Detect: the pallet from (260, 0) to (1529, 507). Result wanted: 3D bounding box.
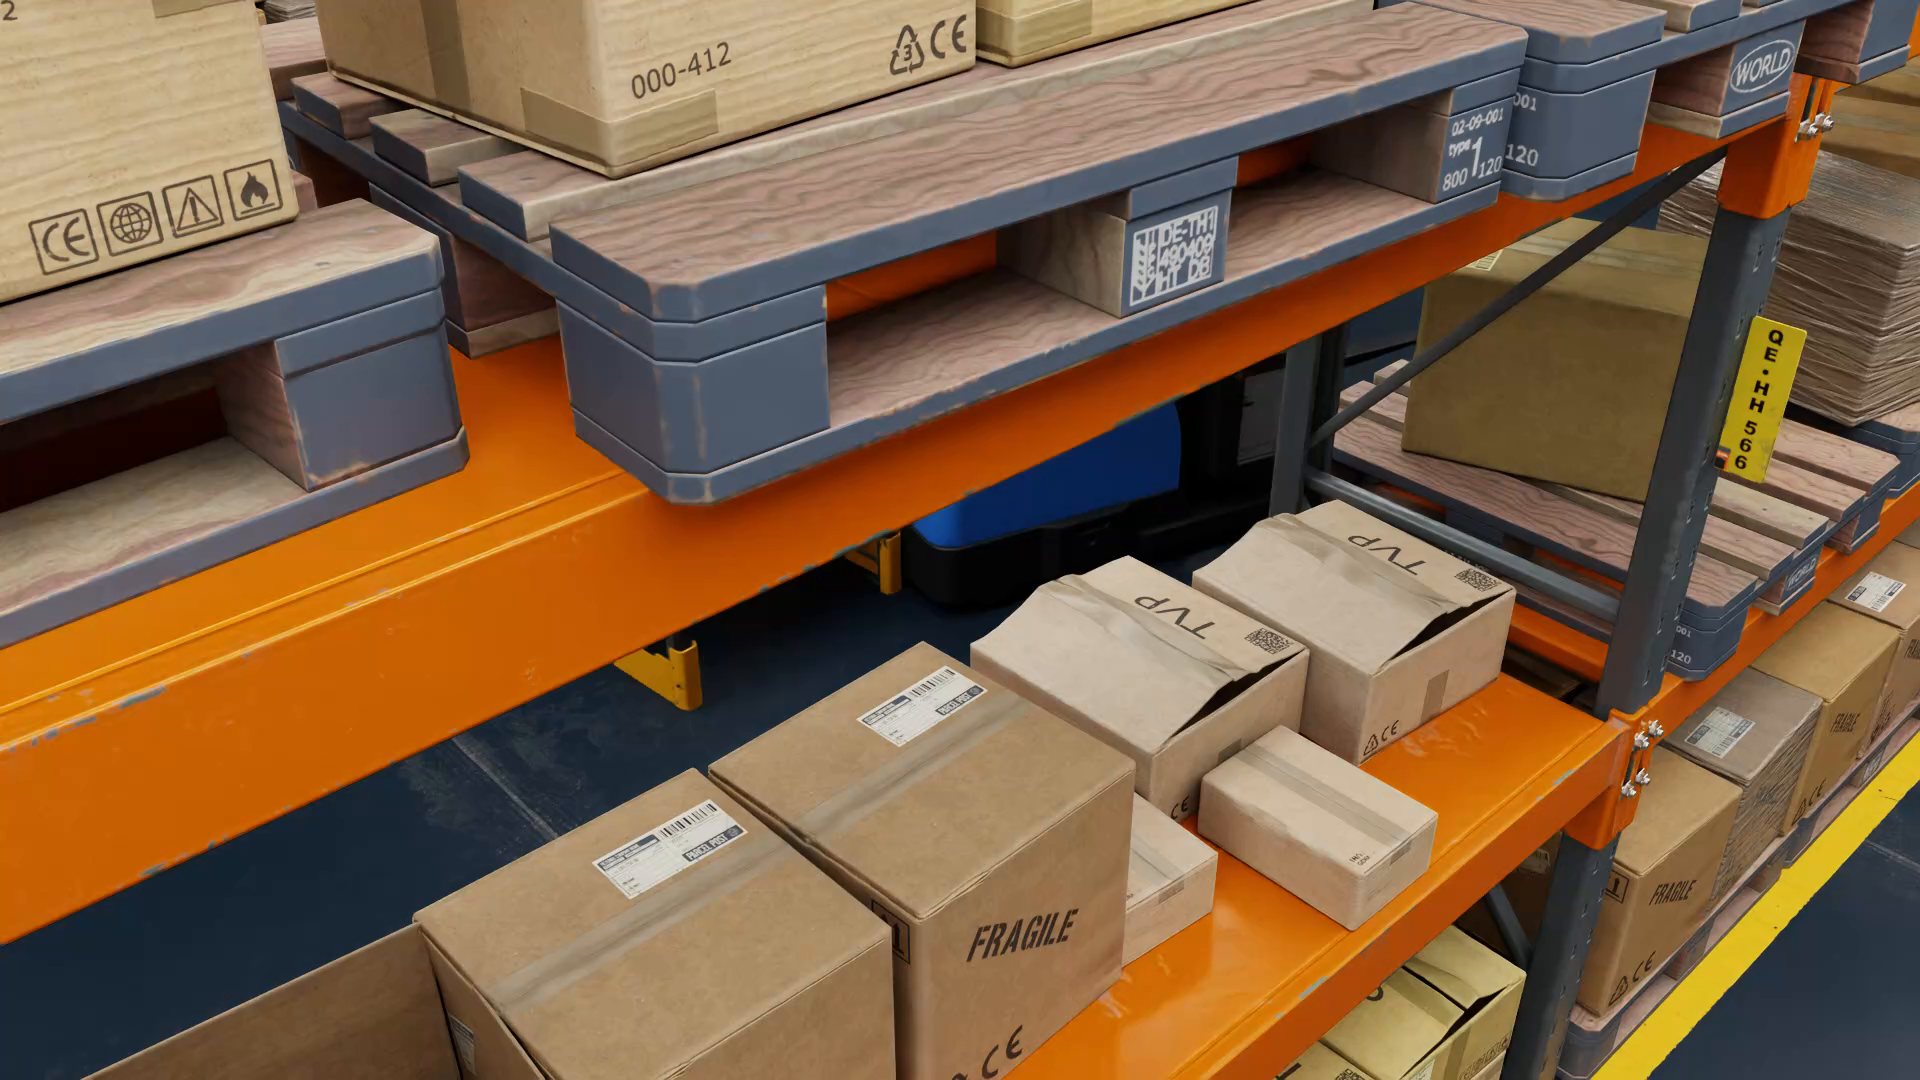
[{"bbox_3d":[-0.097,-0.511,2.015,1.213,0.211,1.003,-24,39,-33],"label":"pallet"}]

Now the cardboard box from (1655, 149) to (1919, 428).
[{"bbox_3d":[2.343,-0.724,4.560,0.500,0.500,0.700,-18,36,-27],"label":"cardboard box"}]

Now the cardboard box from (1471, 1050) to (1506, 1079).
[{"bbox_3d":[0.938,1.290,3.999,0.500,0.250,0.500,-25,39,-34],"label":"cardboard box"}]

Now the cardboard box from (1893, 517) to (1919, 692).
[{"bbox_3d":[3.188,0.110,5.669,0.500,0.500,0.500,-25,39,-35],"label":"cardboard box"}]

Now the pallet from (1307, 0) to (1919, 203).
[{"bbox_3d":[0.721,-0.908,2.666,1.003,0.211,1.213,-24,39,-33],"label":"pallet"}]

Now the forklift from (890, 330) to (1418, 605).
[{"bbox_3d":[1.018,-1.538,6.456,3.031,2.935,1.130,-15,35,-23],"label":"forklift"}]

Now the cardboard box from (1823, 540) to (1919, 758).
[{"bbox_3d":[2.816,0.292,5.372,0.500,0.500,0.500,-27,41,-37],"label":"cardboard box"}]

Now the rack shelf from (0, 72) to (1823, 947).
[{"bbox_3d":[-0.309,-0.247,2.094,4.000,0.370,1.077,-26,40,-35],"label":"rack shelf"}]

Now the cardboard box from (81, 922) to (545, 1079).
[{"bbox_3d":[-0.815,0.939,2.243,0.500,0.500,0.500,-23,38,-32],"label":"cardboard box"}]

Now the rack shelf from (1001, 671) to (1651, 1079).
[{"bbox_3d":[-0.309,1.032,2.876,4.000,0.370,1.077,-26,40,-35],"label":"rack shelf"}]

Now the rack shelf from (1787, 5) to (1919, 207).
[{"bbox_3d":[2.624,-1.666,4.414,4.000,0.370,1.077,-26,40,-35],"label":"rack shelf"}]

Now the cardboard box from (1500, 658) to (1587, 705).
[{"bbox_3d":[1.684,0.473,5.075,0.500,0.500,0.500,-24,39,-34],"label":"cardboard box"}]

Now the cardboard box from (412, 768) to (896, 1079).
[{"bbox_3d":[-0.447,0.761,2.534,0.500,0.500,0.500,-26,40,-35],"label":"cardboard box"}]

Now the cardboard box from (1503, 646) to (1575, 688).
[{"bbox_3d":[1.722,0.132,4.915,0.500,0.250,0.500,-24,39,-34],"label":"cardboard box"}]

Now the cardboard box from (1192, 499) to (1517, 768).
[{"bbox_3d":[0.861,0.166,3.688,0.500,0.311,0.500,-23,38,-33],"label":"cardboard box"}]

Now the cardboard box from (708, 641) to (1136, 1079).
[{"bbox_3d":[-0.061,0.575,2.839,0.500,0.500,0.500,27,40,36],"label":"cardboard box"}]

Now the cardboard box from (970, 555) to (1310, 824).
[{"bbox_3d":[0.370,0.297,3.474,0.500,0.311,0.500,-26,40,-36],"label":"cardboard box"}]

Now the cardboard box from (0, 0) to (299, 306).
[{"bbox_3d":[-0.916,-0.371,1.347,0.500,0.250,0.500,25,39,34],"label":"cardboard box"}]

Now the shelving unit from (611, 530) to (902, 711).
[{"bbox_3d":[-0.798,-0.350,5.885,0.587,1.500,1.083,26,40,35],"label":"shelving unit"}]

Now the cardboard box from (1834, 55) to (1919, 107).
[{"bbox_3d":[3.130,-1.274,5.460,0.500,0.500,0.700,-19,36,-28],"label":"cardboard box"}]

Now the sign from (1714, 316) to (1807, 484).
[{"bbox_3d":[1.538,-0.267,3.201,0.005,0.325,0.100,-26,40,-35],"label":"sign"}]

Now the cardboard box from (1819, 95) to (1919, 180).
[{"bbox_3d":[2.837,-0.974,4.970,0.700,0.500,0.500,18,36,27],"label":"cardboard box"}]

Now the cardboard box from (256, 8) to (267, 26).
[{"bbox_3d":[-2.942,-1.729,6.185,0.700,0.500,0.500,25,39,35],"label":"cardboard box"}]

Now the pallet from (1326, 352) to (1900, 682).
[{"bbox_3d":[1.607,-0.170,4.336,1.003,0.211,1.213,-26,40,-35],"label":"pallet"}]

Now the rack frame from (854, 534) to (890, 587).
[{"bbox_3d":[-0.460,-0.542,6.199,0.500,1.500,0.032,26,40,35],"label":"rack frame"}]

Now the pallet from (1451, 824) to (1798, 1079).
[{"bbox_3d":[1.731,0.955,4.986,1.213,0.211,1.003,-26,40,-35],"label":"pallet"}]

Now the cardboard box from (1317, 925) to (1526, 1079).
[{"bbox_3d":[0.941,1.051,3.852,0.500,0.311,0.500,-25,39,-34],"label":"cardboard box"}]

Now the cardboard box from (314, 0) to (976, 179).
[{"bbox_3d":[-0.332,-0.615,1.746,0.500,0.250,0.500,25,40,35],"label":"cardboard box"}]

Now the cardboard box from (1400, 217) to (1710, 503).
[{"bbox_3d":[1.543,-0.472,4.149,0.700,0.500,0.500,15,35,23],"label":"cardboard box"}]

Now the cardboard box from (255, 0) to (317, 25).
[{"bbox_3d":[-2.551,-1.938,6.526,0.700,0.500,0.500,24,39,34],"label":"cardboard box"}]

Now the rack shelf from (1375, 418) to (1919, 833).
[{"bbox_3d":[2.624,-0.387,5.196,4.000,0.370,1.077,-26,40,-35],"label":"rack shelf"}]

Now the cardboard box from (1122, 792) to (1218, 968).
[{"bbox_3d":[0.261,0.597,3.139,0.250,0.149,0.380,-23,38,-32],"label":"cardboard box"}]

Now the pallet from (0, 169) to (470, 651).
[{"bbox_3d":[-1.137,-0.081,1.316,0.805,0.209,1.217,27,41,37],"label":"pallet"}]

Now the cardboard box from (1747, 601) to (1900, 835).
[{"bbox_3d":[2.437,0.479,5.066,0.500,0.500,0.500,-26,40,-36],"label":"cardboard box"}]

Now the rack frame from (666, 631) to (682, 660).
[{"bbox_3d":[-1.148,-0.152,5.560,0.500,1.500,0.032,26,40,35],"label":"rack frame"}]

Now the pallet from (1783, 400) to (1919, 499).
[{"bbox_3d":[2.581,-0.594,5.030,1.213,0.211,1.003,-26,40,-35],"label":"pallet"}]

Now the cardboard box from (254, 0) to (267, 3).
[{"bbox_3d":[-2.671,-2.131,6.221,0.380,0.149,0.250,22,38,31],"label":"cardboard box"}]

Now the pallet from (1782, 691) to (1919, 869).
[{"bbox_3d":[2.625,0.525,5.690,1.213,0.211,1.003,-26,40,-35],"label":"pallet"}]

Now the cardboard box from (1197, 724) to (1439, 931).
[{"bbox_3d":[0.686,0.548,3.220,0.250,0.149,0.380,-26,40,-35],"label":"cardboard box"}]

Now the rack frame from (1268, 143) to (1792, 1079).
[{"bbox_3d":[1.158,0.016,3.849,0.127,3.000,1.000,-26,40,-35],"label":"rack frame"}]

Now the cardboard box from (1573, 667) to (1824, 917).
[{"bbox_3d":[2.066,0.655,4.778,0.500,0.500,0.500,-27,41,-37],"label":"cardboard box"}]

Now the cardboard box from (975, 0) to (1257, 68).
[{"bbox_3d":[0.064,-0.805,2.057,0.500,0.250,0.500,-27,40,-36],"label":"cardboard box"}]

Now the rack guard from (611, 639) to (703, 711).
[{"bbox_3d":[-1.135,0.374,5.899,0.587,0.250,0.087,26,40,35],"label":"rack guard"}]

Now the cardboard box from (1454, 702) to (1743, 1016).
[{"bbox_3d":[1.686,0.843,4.471,0.500,0.500,0.500,-24,39,-34],"label":"cardboard box"}]

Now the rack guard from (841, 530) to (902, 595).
[{"bbox_3d":[-0.461,-0.009,6.524,0.587,0.250,0.087,26,40,35],"label":"rack guard"}]

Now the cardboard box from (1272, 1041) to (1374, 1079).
[{"bbox_3d":[0.565,1.237,3.547,0.500,0.311,0.500,-27,40,-36],"label":"cardboard box"}]
